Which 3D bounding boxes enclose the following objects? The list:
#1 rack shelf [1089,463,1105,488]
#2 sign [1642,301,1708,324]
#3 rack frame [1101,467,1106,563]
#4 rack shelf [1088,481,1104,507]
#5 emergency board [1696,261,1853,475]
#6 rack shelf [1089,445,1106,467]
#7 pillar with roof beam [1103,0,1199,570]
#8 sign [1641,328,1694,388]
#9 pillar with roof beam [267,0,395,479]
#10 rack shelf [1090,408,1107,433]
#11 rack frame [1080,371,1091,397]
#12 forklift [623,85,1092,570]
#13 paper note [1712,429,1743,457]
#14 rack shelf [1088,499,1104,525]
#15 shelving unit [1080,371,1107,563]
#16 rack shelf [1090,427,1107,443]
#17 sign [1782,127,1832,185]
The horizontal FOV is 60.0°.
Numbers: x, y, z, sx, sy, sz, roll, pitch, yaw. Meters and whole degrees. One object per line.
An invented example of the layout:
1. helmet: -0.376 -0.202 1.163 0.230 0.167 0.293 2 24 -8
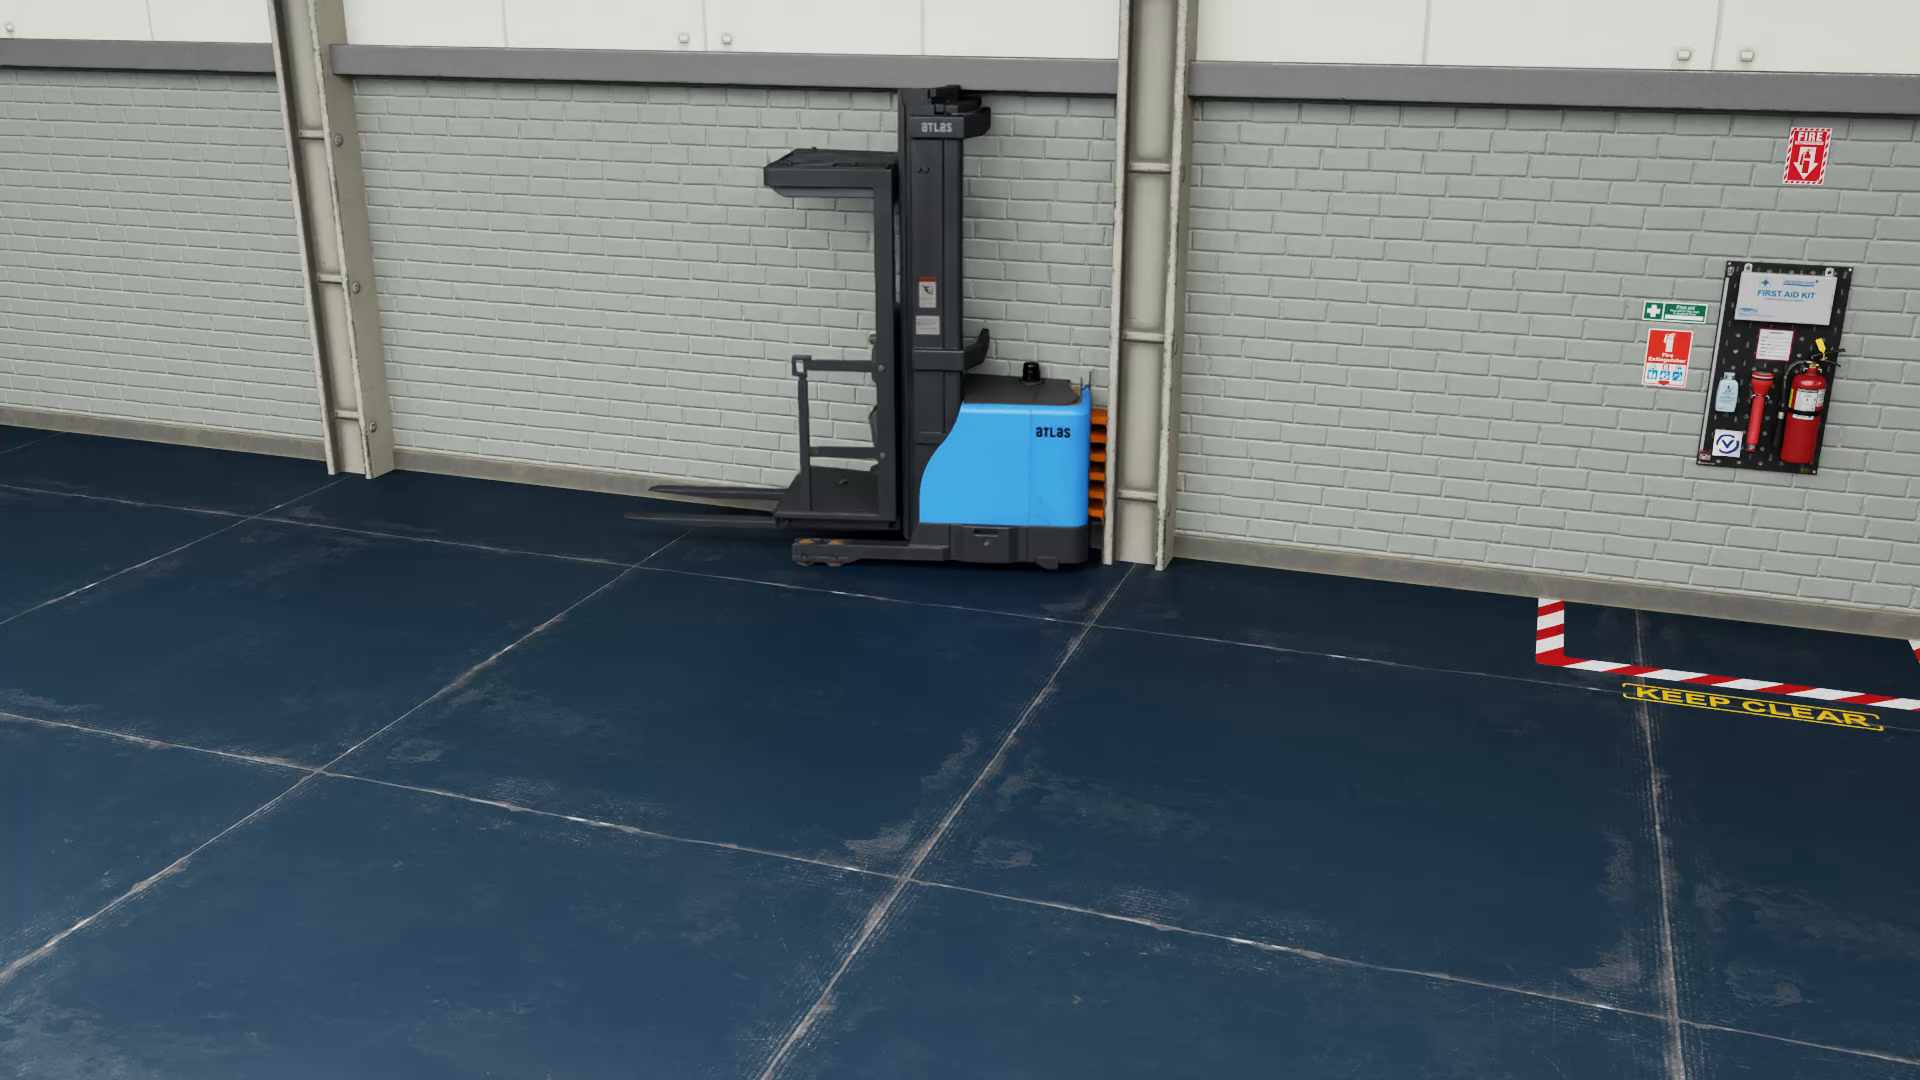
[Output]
1. rack shelf: 0.868 -0.416 10.627 0.180 0.103 0.258 7 17 18
2. sign: 4.010 -1.278 9.327 0.331 0.109 0.001 7 20 18
3. rack frame: 0.955 -0.448 10.587 0.006 1.200 0.240 7 17 18
4. rack shelf: 0.866 -0.301 10.661 0.180 0.103 0.258 7 17 18
5. emergency board: 4.497 -0.923 9.166 0.643 1.169 0.194 7 20 18
6. rack shelf: 0.870 -0.531 10.593 0.180 0.103 0.258 7 17 18
7. pillar with roof beam: -0.262 -2.786 5.399 0.400 9.000 9.100 7 20 18
8. sign: 4.008 -1.031 9.424 0.234 0.329 0.001 7 20 18
9. pillar with roof beam: -5.930 -3.435 7.258 0.400 9.000 9.100 7 20 18
10. rack shelf: 0.875 -0.761 10.525 0.180 0.103 0.258 7 17 18
11. rack frame: 0.782 -0.468 10.643 0.006 1.200 0.240 7 17 18
12. forklift: -0.658 -1.383 10.590 3.031 2.935 1.130 2 19 5
13. paper note: 4.352 -0.547 9.428 0.142 0.148 0.016 7 20 18
14. rack shelf: 0.863 -0.186 10.695 0.180 0.103 0.258 7 17 18
15. shelving unit: 0.869 -0.458 10.615 0.189 1.200 0.258 7 17 18
16. rack shelf: 0.873 -0.646 10.559 0.180 0.103 0.258 7 17 18
17. sign: 4.522 -2.049 8.876 0.199 0.298 0.001 7 20 18
